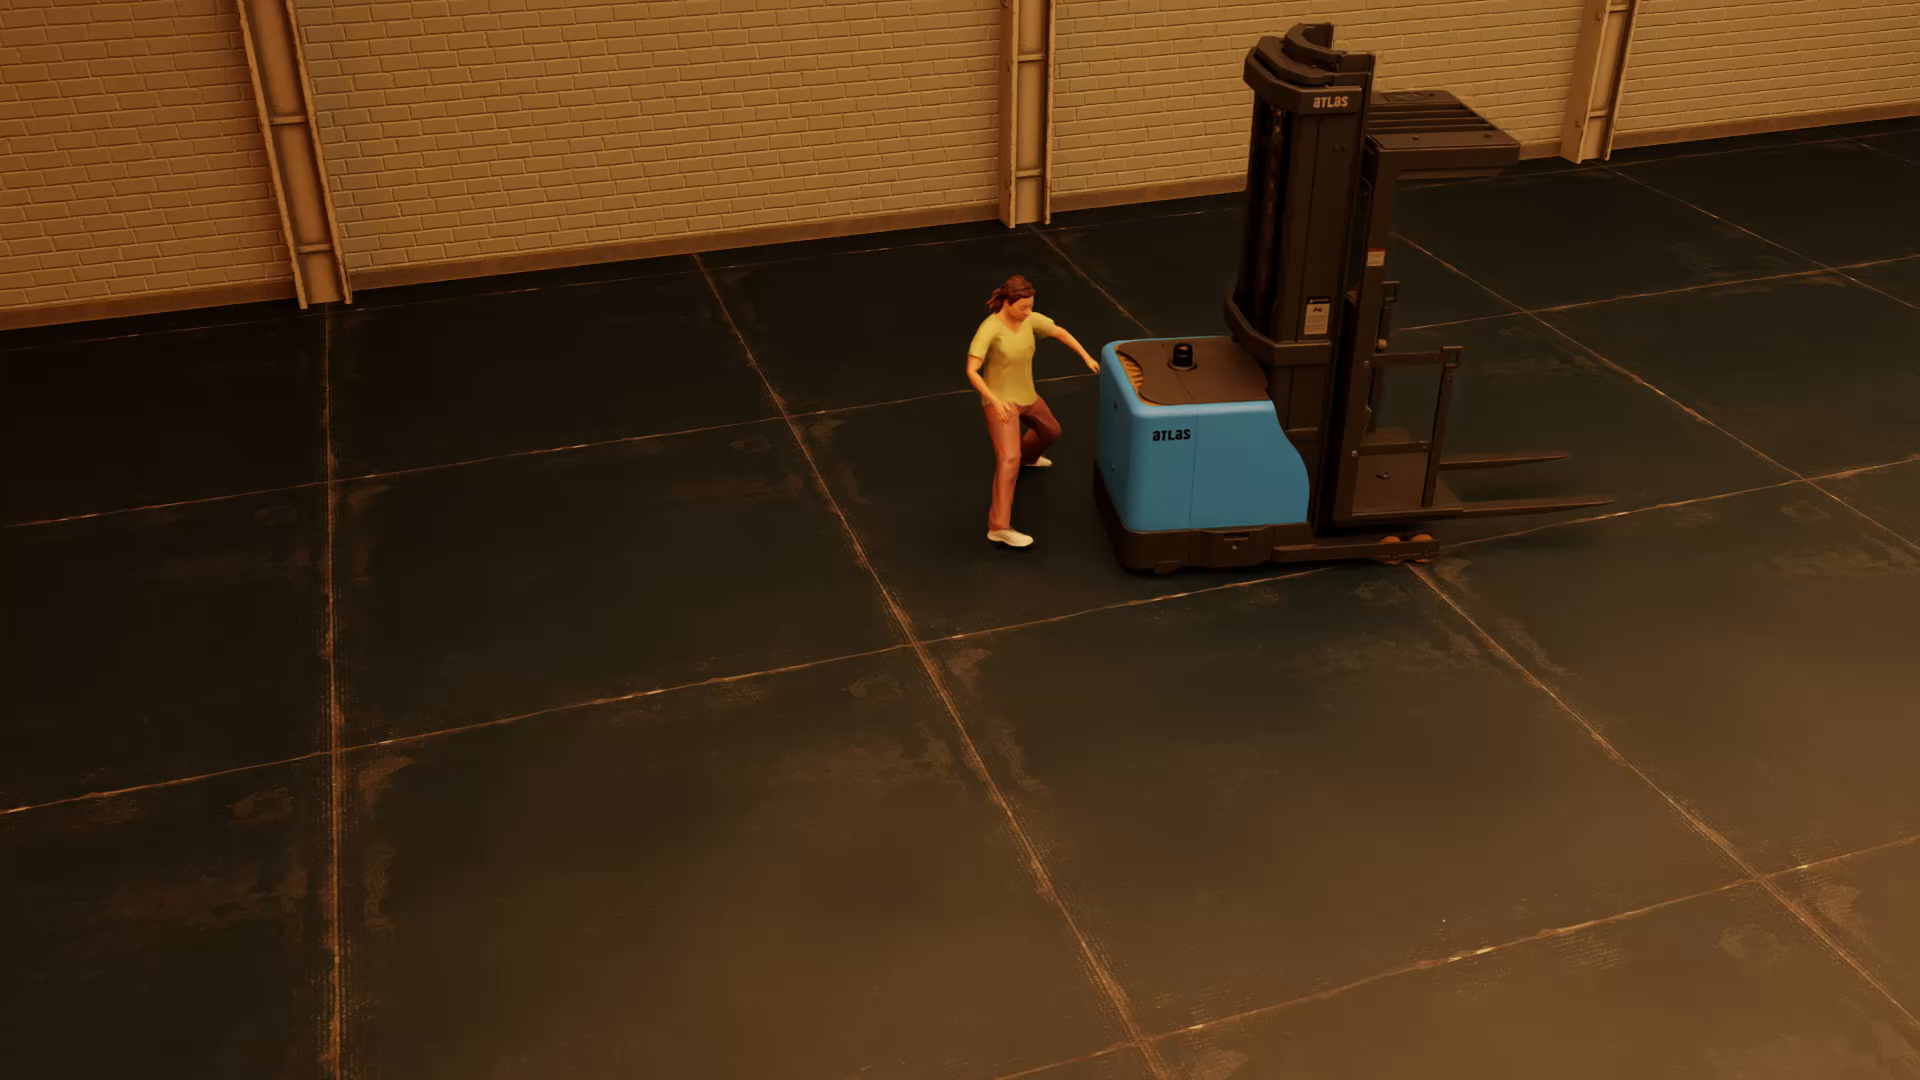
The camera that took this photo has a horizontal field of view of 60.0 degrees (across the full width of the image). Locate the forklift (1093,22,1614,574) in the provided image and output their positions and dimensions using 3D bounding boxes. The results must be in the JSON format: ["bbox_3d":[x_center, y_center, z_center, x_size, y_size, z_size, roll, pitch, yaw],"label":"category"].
[{"bbox_3d":[2.384,-1.383,9.491,3.031,2.935,1.130,-3,30,-6],"label":"forklift"}]

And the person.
[{"bbox_3d":[0.411,-0.861,10.059,1.009,1.523,0.944,-23,37,-34],"label":"person"}]
